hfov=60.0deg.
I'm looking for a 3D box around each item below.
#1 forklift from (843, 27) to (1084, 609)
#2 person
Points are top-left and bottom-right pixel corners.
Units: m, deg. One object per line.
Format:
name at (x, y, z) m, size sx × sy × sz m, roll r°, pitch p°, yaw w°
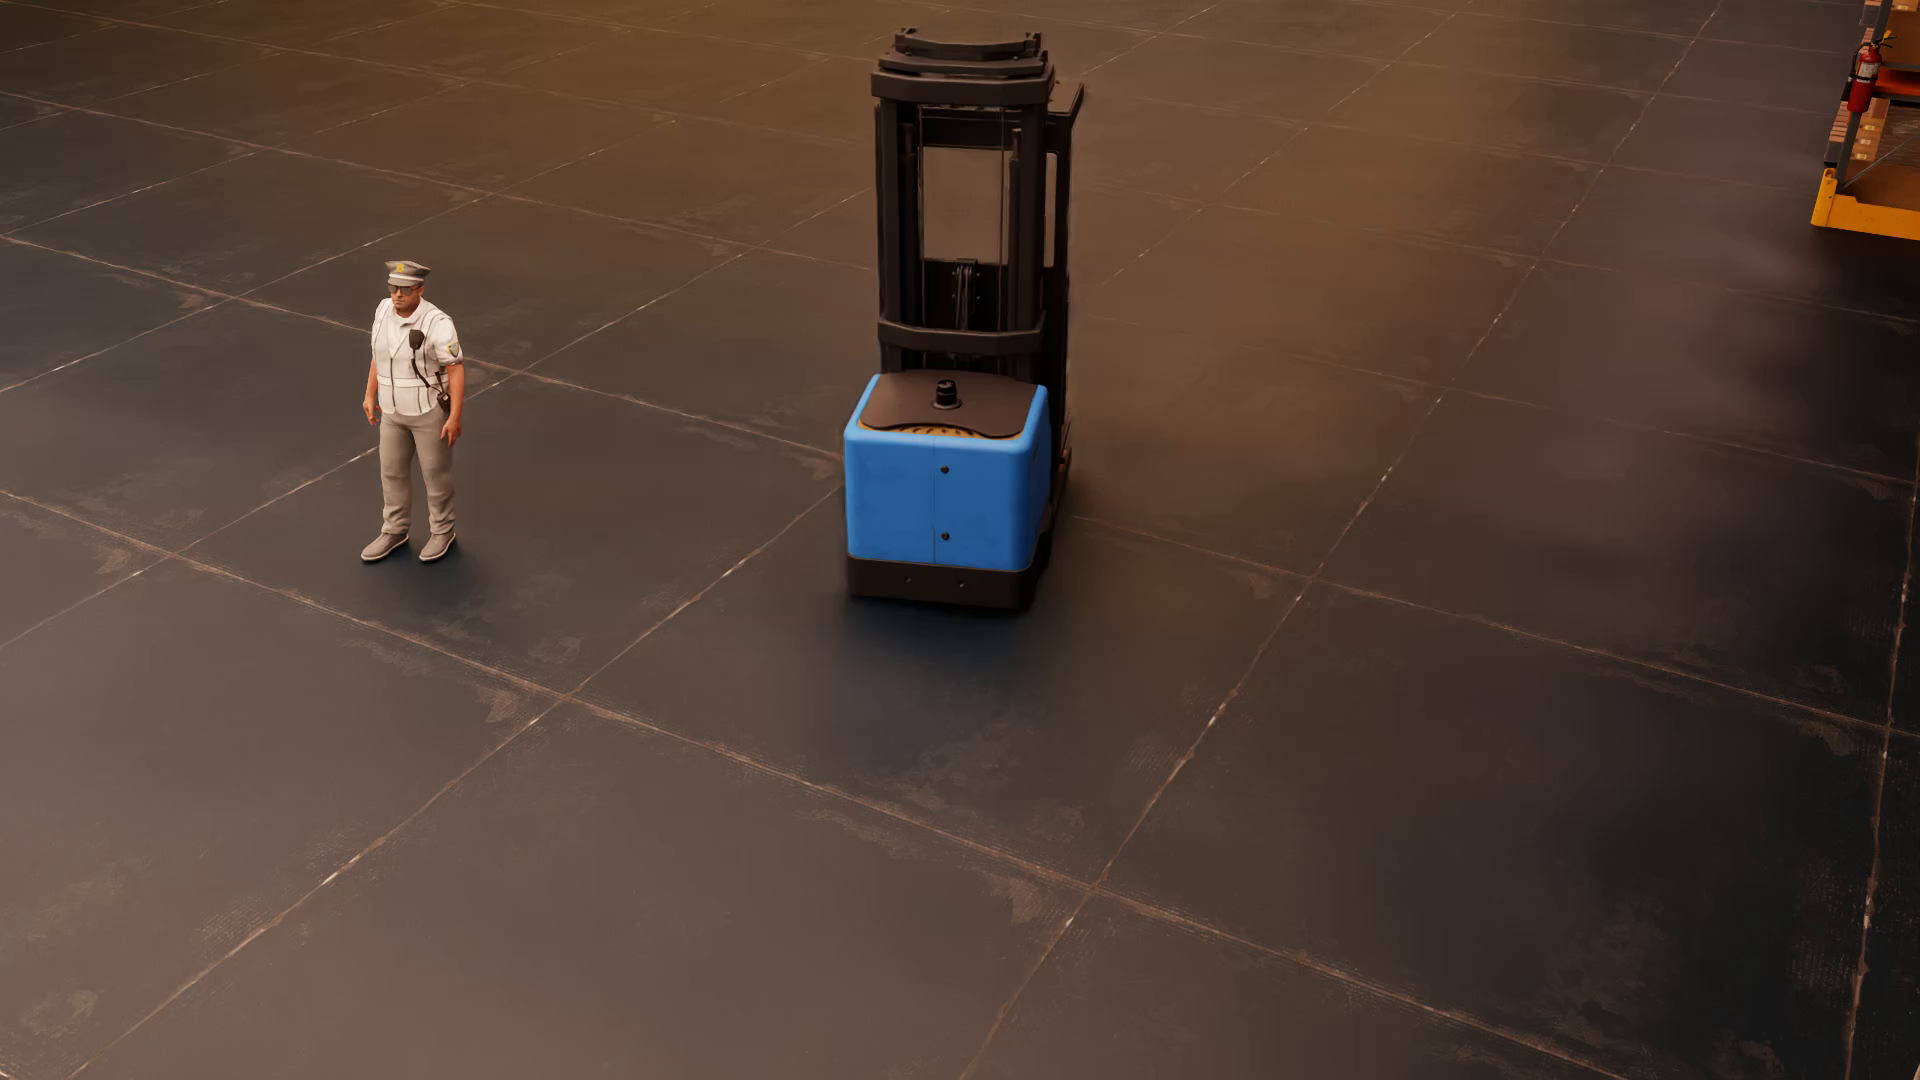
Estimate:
forklift at (0.112, -1.607, 9.854) m, size 1.130 × 2.935 × 3.031 m, roll 5°, pitch 30°, yaw 8°
person at (-3.147, -0.727, 9.466) m, size 0.641 × 1.780 × 0.575 m, roll 10°, pitch 32°, yaw 17°
